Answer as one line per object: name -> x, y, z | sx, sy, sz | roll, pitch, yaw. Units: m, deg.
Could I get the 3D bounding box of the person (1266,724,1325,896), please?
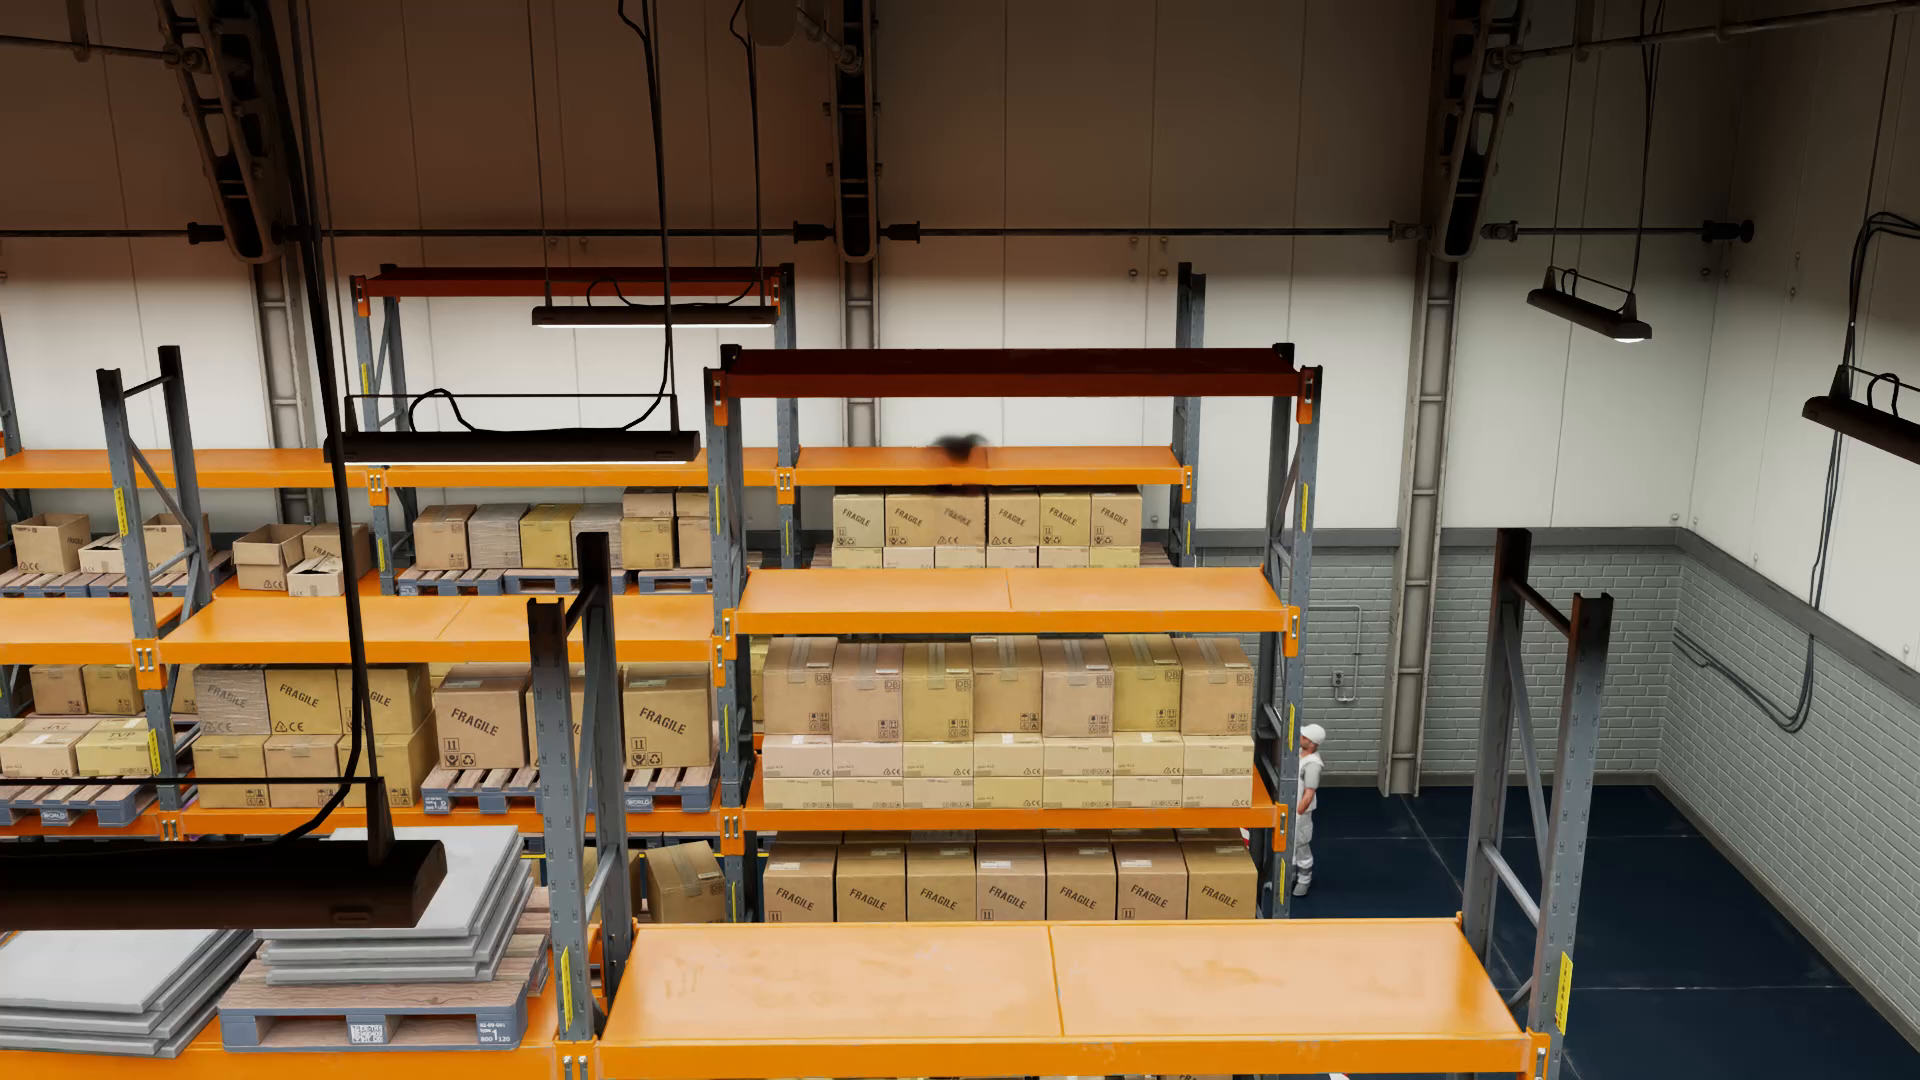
person -> 3.294, 2.639, 16.333 | 0.521, 1.780, 0.589 | -7, 18, -24

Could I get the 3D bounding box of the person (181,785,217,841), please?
person -> -7.335, 2.872, 15.925 | 0.581, 1.642, 0.409 | 12, 20, 36
